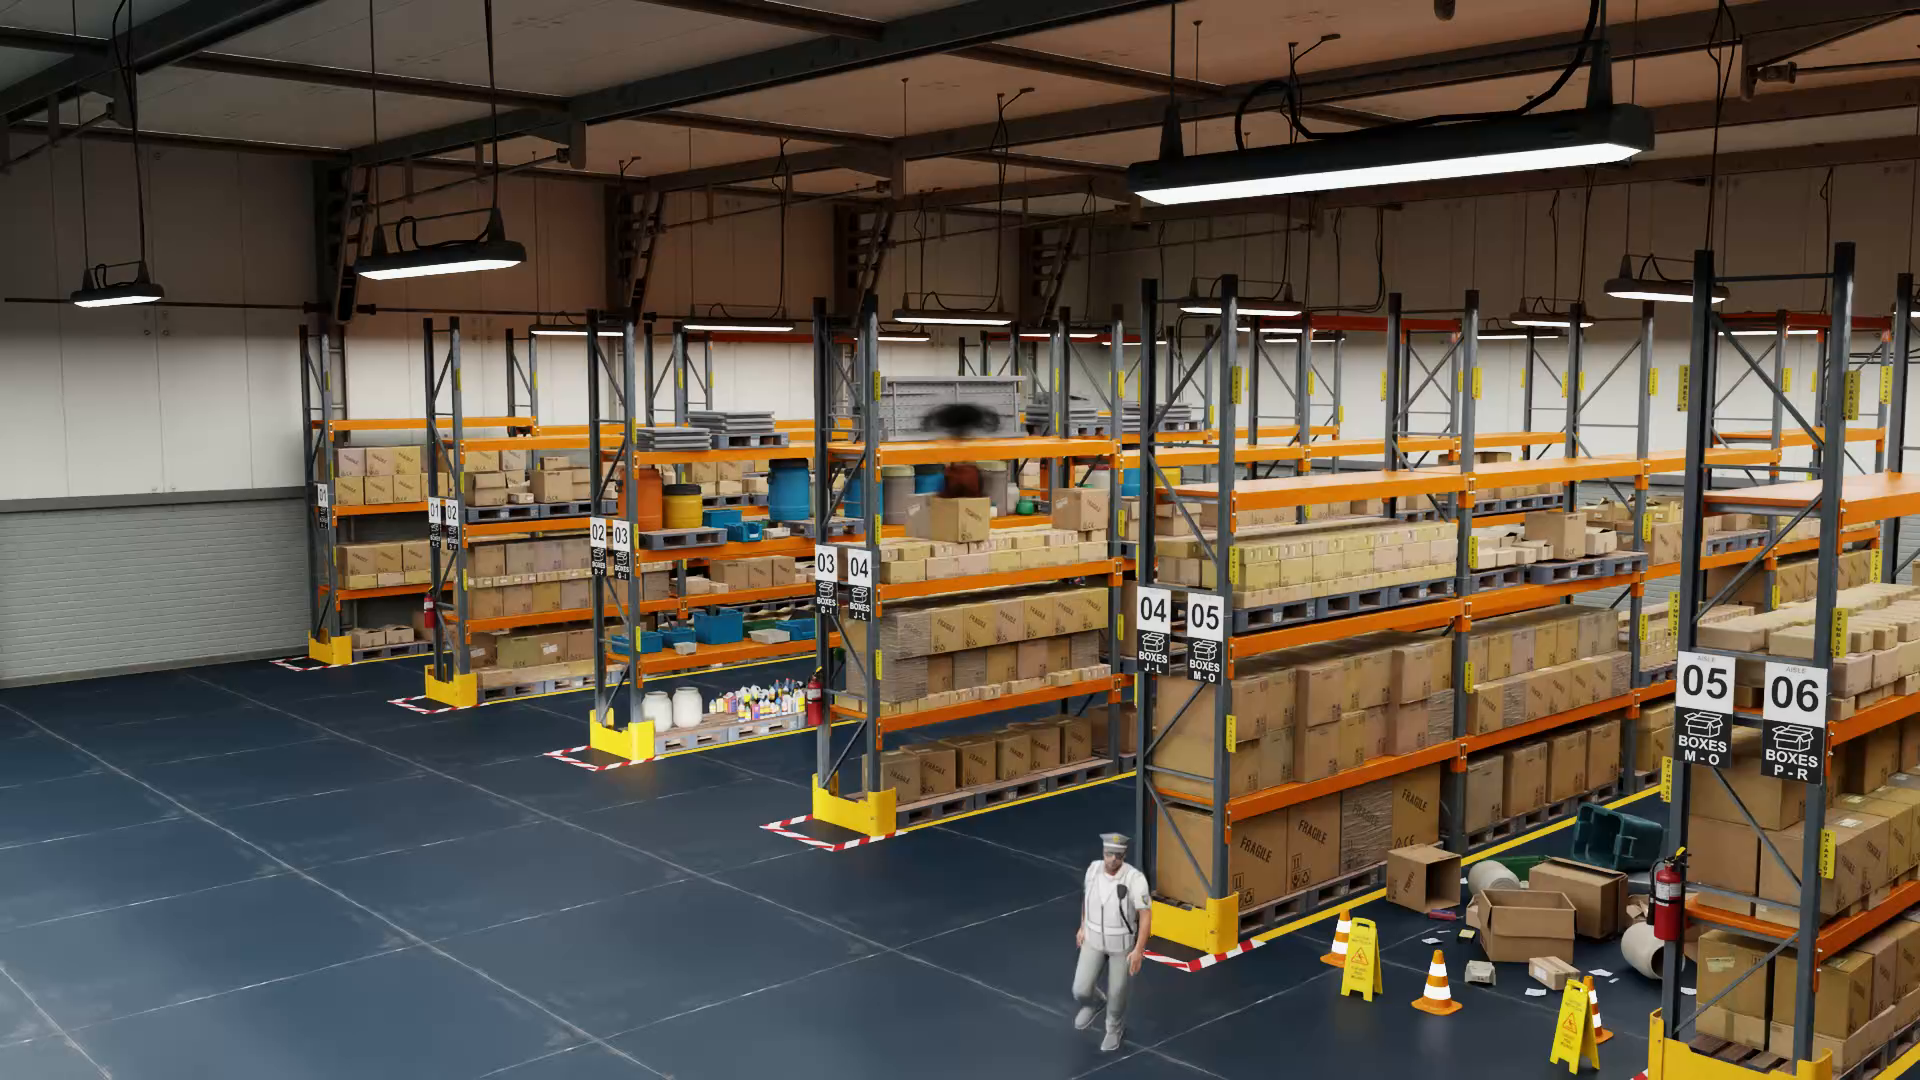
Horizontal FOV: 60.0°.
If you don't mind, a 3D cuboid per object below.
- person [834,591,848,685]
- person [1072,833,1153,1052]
[{"bbox_3d":[-1.804,1.545,27.239,0.588,1.743,0.653,-5,8,-43],"label":"person"},{"bbox_3d":[1.153,3.037,12.611,0.665,1.748,0.590,2,6,22],"label":"person"}]
